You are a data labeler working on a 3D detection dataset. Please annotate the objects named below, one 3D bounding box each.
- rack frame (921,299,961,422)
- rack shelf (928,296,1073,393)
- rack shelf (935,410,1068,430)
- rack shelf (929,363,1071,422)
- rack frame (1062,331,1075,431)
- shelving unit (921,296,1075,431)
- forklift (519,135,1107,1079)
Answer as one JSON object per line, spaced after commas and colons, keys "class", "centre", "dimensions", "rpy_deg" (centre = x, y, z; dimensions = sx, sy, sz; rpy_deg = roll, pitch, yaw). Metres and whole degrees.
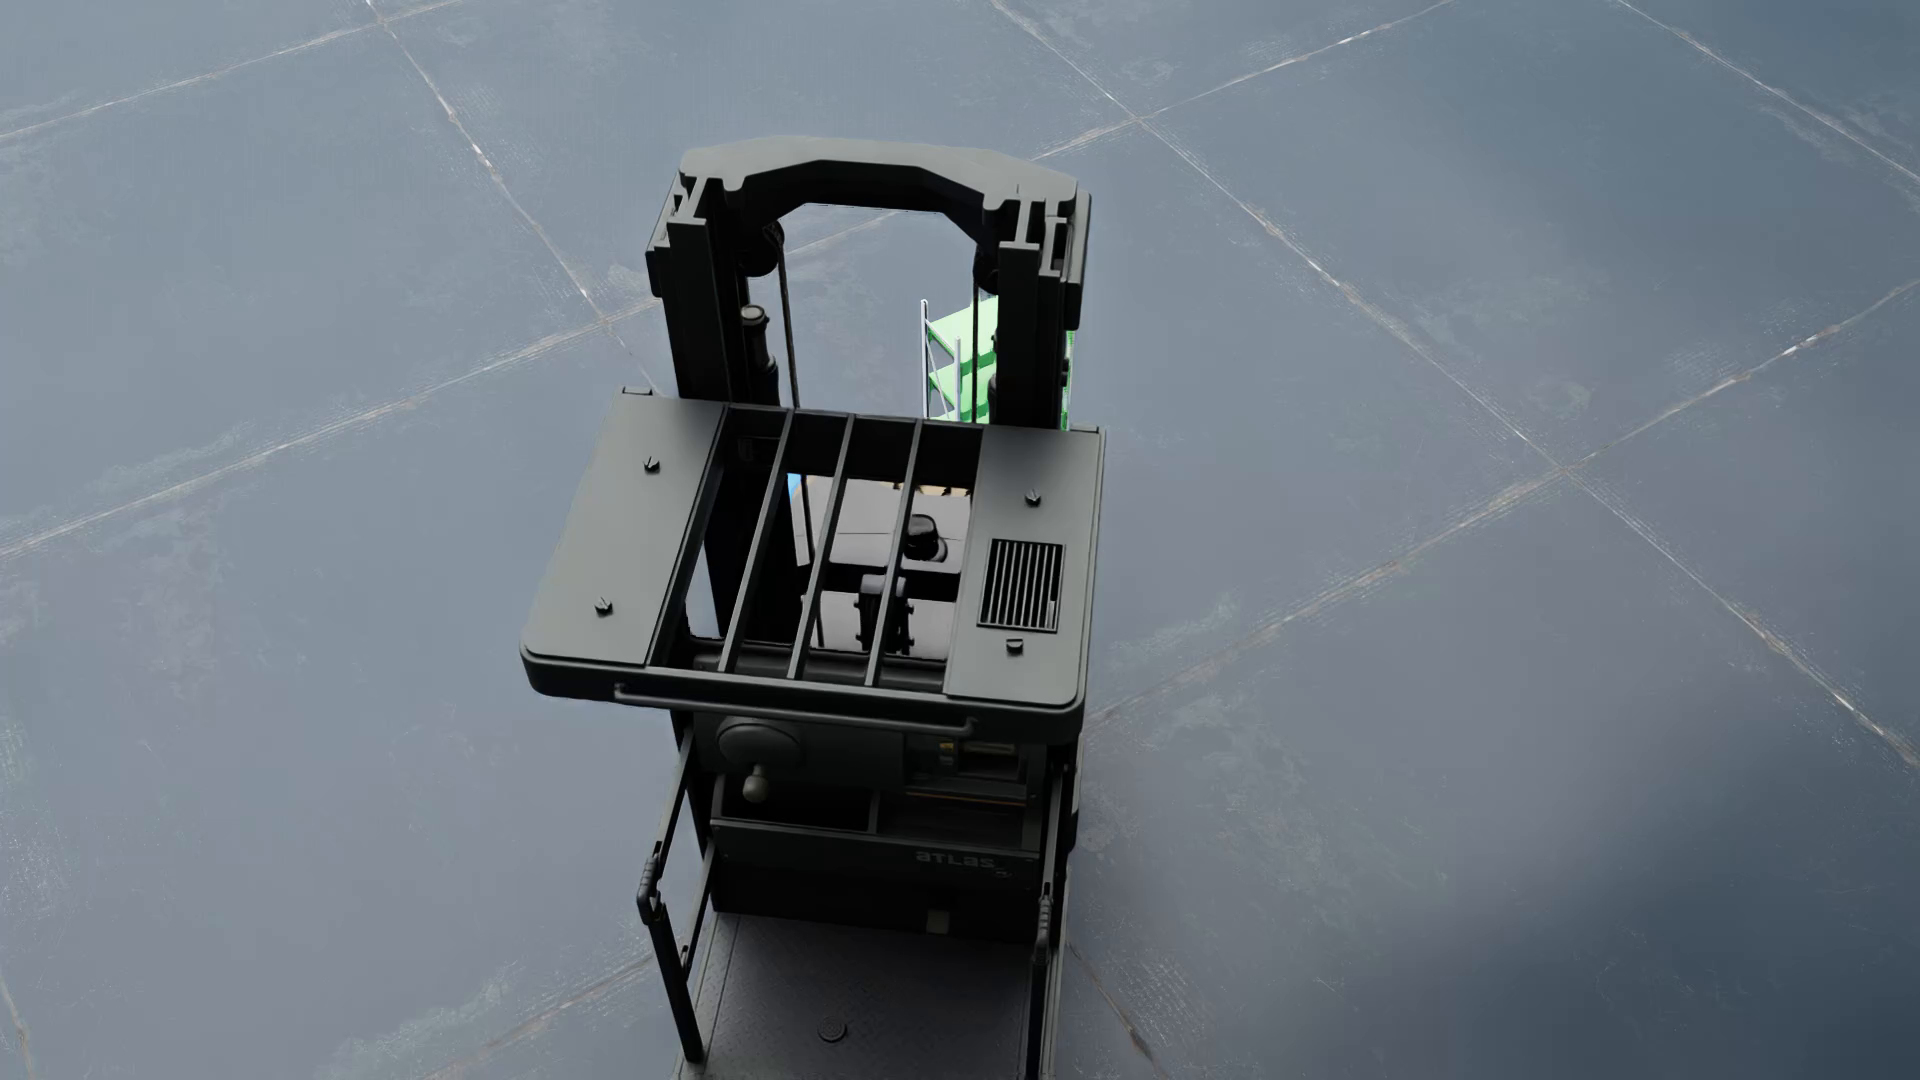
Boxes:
{"class": "rack frame", "centre": [-0.066, -0.368, 6.219], "dimensions": [0.015, 1.200, 0.240], "rpy_deg": [-25, 53, -21]}
{"class": "rack shelf", "centre": [0.140, -0.742, 5.995], "dimensions": [0.480, 0.148, 0.258], "rpy_deg": [-25, 53, -21]}
{"class": "rack shelf", "centre": [0.140, -0.423, 6.354], "dimensions": [0.480, 0.148, 0.258], "rpy_deg": [-25, 53, -21]}
{"class": "rack shelf", "centre": [0.140, -0.582, 6.174], "dimensions": [0.480, 0.148, 0.258], "rpy_deg": [-25, 53, -21]}
{"class": "rack frame", "centre": [0.346, -0.562, 6.393], "dimensions": [0.015, 1.200, 0.240], "rpy_deg": [-25, 53, -21]}
{"class": "shelving unit", "centre": [0.140, -0.465, 6.306], "dimensions": [0.503, 1.200, 0.258], "rpy_deg": [-25, 53, -21]}
{"class": "forklift", "centre": [-0.257, 0.617, 4.183], "dimensions": [1.130, 2.935, 3.031], "rpy_deg": [5, 49, 5]}
